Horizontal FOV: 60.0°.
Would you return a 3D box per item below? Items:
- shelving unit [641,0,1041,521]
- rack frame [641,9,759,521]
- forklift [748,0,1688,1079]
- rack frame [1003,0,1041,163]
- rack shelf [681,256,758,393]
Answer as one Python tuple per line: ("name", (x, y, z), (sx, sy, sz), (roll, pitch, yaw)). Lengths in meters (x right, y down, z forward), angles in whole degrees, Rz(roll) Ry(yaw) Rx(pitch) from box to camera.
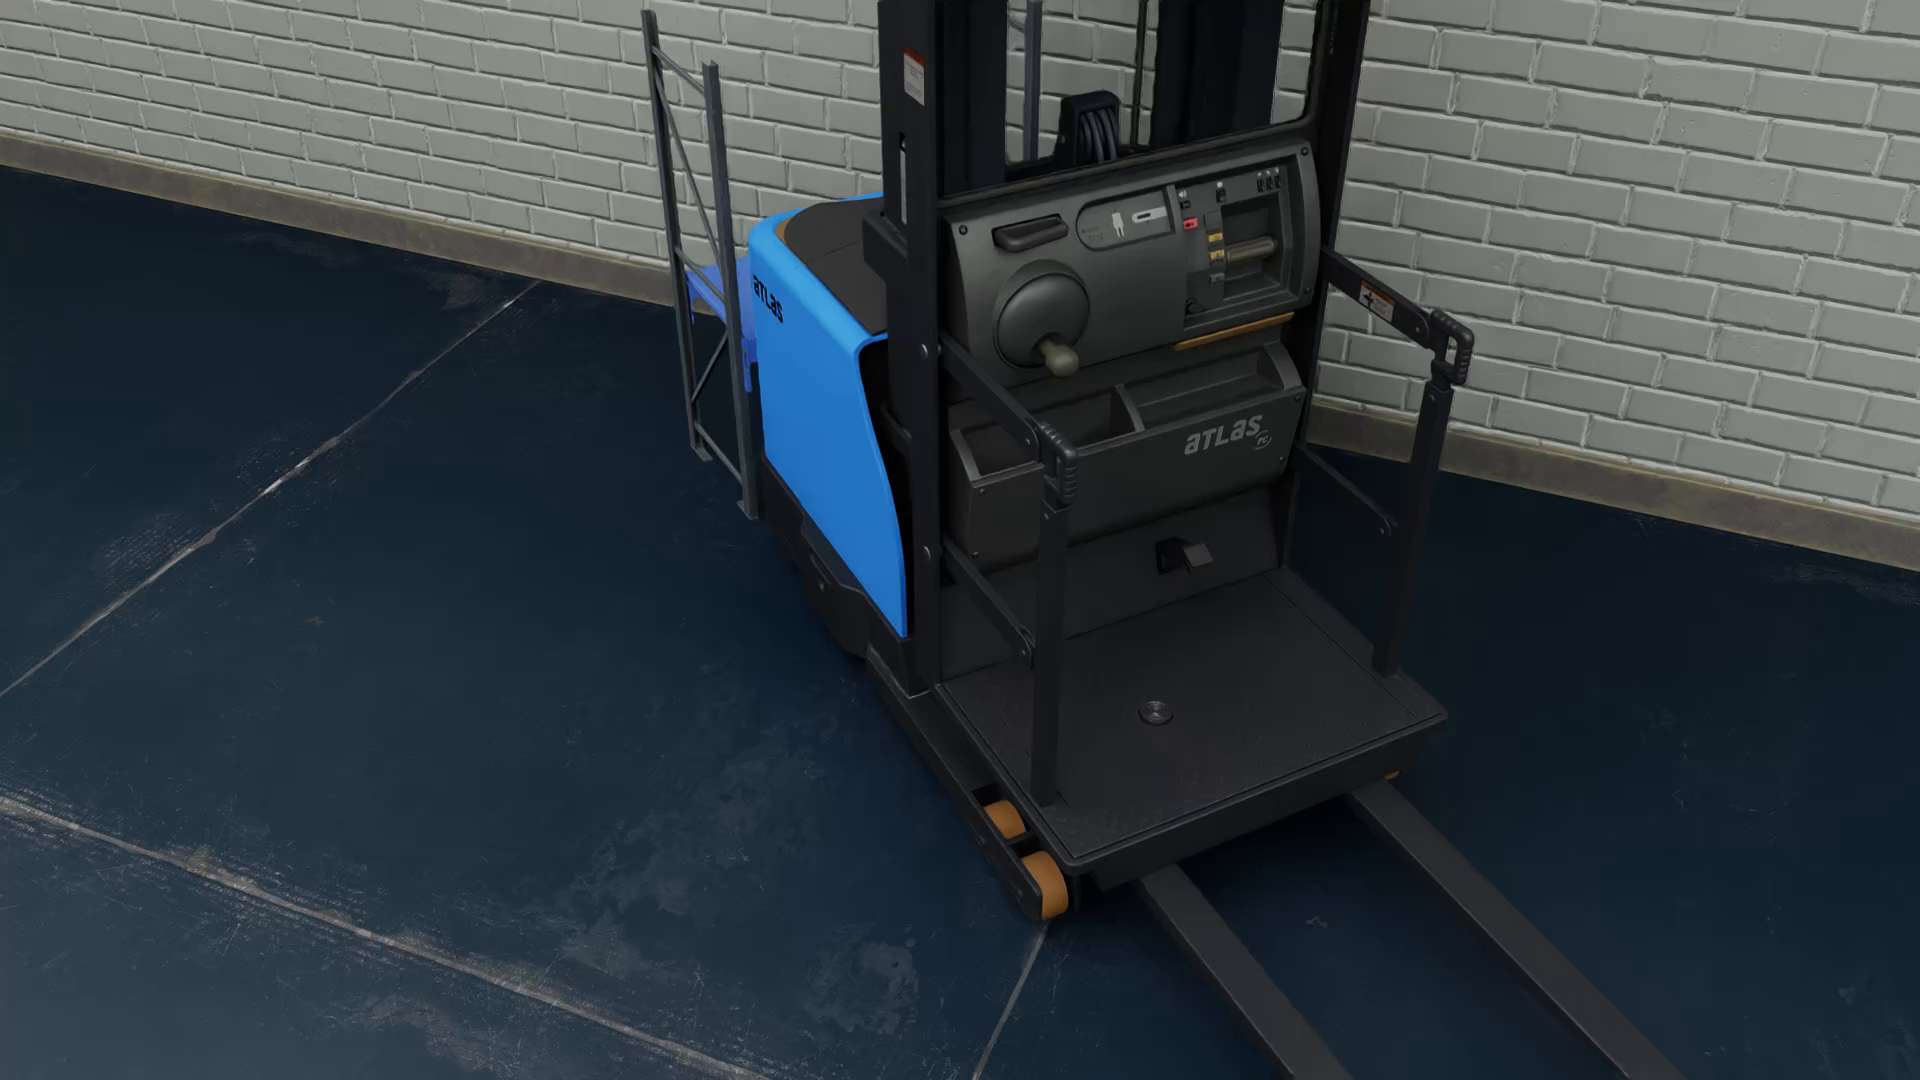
("shelving unit", (-0.340, -0.946, 5.263), (1.048, 1.500, 0.538), (-19, 41, -23))
("rack frame", (-0.782, -0.796, 5.062), (0.032, 1.500, 0.500), (-19, 41, -23))
("forklift", (0.509, -0.563, 3.555), (1.130, 2.935, 3.031), (-17, 40, -21))
("rack frame", (0.101, -1.097, 5.464), (0.032, 1.500, 0.500), (-19, 41, -23))
("rack shelf", (-0.340, -0.802, 5.371), (1.000, 0.185, 0.538), (-19, 41, -23))
